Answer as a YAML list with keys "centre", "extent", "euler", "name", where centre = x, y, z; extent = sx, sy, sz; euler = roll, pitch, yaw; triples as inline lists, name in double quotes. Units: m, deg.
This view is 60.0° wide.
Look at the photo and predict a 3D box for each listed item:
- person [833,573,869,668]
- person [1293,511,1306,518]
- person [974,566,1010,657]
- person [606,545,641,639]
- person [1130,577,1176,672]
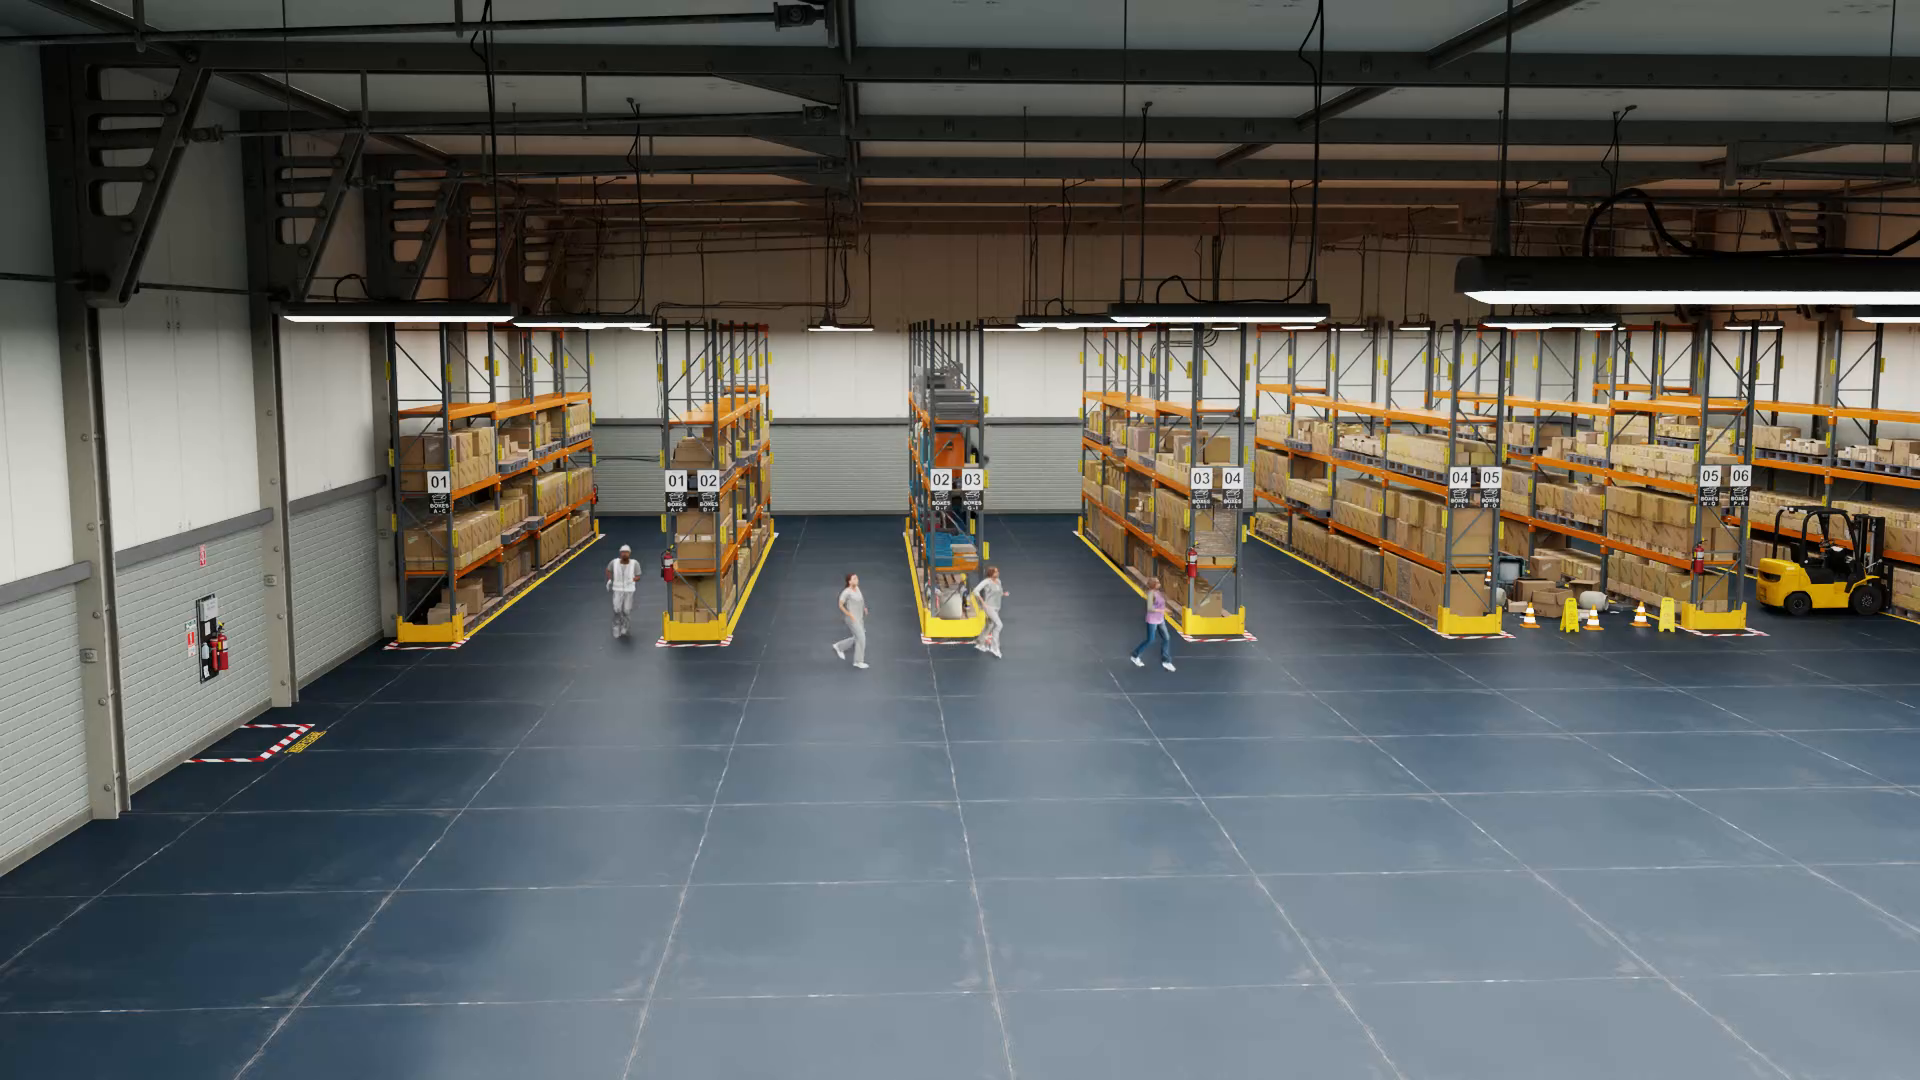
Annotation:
- centre: [-1.883, 1.375, 28.747]
  extent: [0.687, 1.653, 0.564]
  euler: [4, 8, 27]
  name: "person"
- centre: [10.011, -1.232, 49.311]
  extent: [0.582, 1.721, 0.688]
  euler: [-3, 8, -22]
  name: "person"
- centre: [0.561, 1.309, 29.740]
  extent: [0.709, 1.530, 0.531]
  euler: [5, 9, 35]
  name: "person"
- centre: [-6.362, 0.977, 31.471]
  extent: [0.663, 1.773, 0.691]
  euler: [-1, 7, -11]
  name: "person"
- centre: [3.309, 1.428, 28.439]
  extent: [0.806, 1.625, 0.545]
  euler: [4, 8, 30]
  name: "person"
